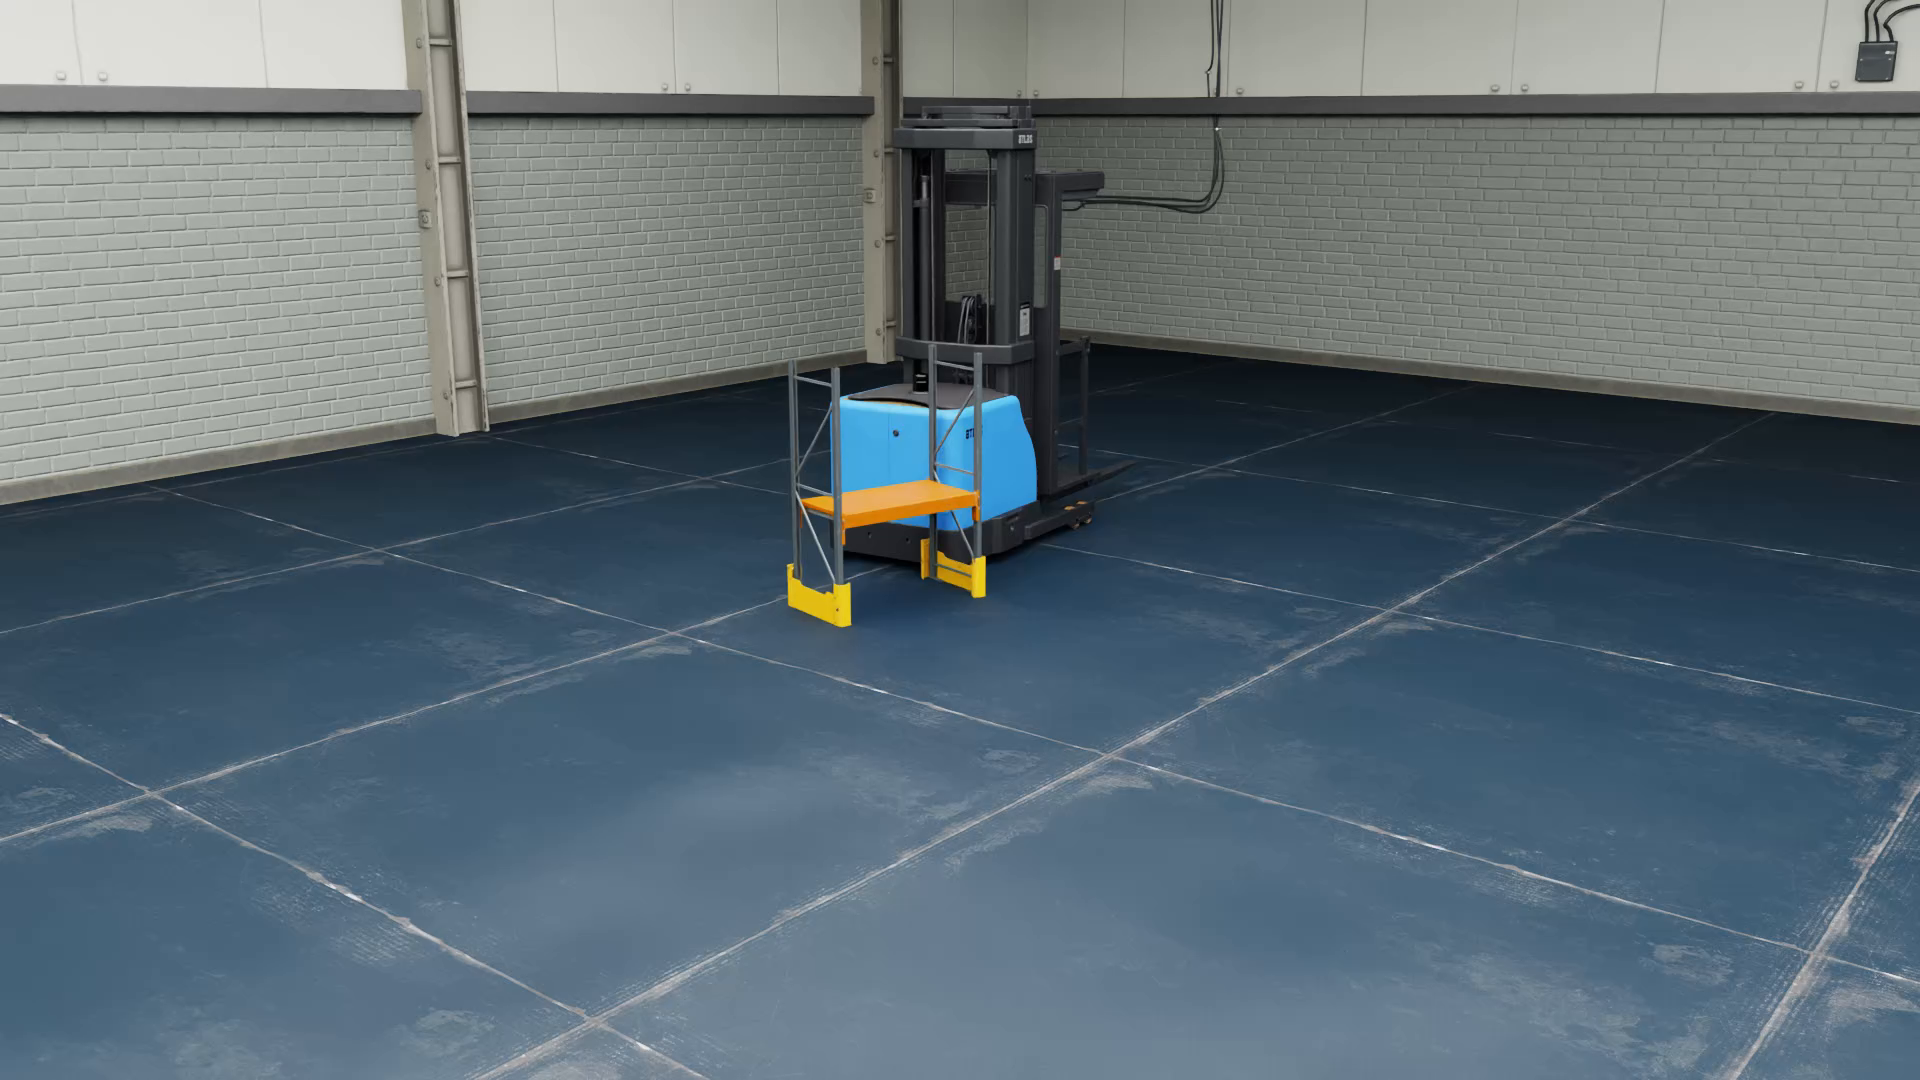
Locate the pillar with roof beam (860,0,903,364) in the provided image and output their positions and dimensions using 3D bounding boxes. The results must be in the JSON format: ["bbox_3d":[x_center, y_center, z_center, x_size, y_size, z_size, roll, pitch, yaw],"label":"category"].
[{"bbox_3d":[2.443,-5.864,16.428,9.100,9.000,0.400,11,18,38],"label":"pillar with roof beam"}]

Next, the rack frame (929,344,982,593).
[{"bbox_3d":[-0.031,-0.435,10.288,0.032,1.500,0.500,-11,18,-36],"label":"rack frame"}]

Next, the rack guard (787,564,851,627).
[{"bbox_3d":[-0.837,0.323,9.843,0.087,0.250,0.587,-11,18,-36],"label":"rack guard"}]

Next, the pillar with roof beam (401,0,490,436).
[{"bbox_3d":[-1.328,-4.715,11.905,9.100,9.000,0.400,11,18,38],"label":"pillar with roof beam"}]

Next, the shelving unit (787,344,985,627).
[{"bbox_3d":[-0.442,-0.357,9.983,1.083,1.500,0.587,-11,18,-36],"label":"shelving unit"}]

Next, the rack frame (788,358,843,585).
[{"bbox_3d":[-0.838,-0.282,9.689,0.032,1.500,0.500,-11,18,-36],"label":"rack frame"}]

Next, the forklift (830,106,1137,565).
[{"bbox_3d":[0.326,-1.552,11.779,1.130,2.935,3.031,9,17,30],"label":"forklift"}]

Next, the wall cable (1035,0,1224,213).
[{"bbox_3d":[1.974,-5.384,20.849,3.097,2.526,0.112,11,18,38],"label":"wall cable"}]

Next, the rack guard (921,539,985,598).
[{"bbox_3d":[-0.047,0.174,10.431,0.087,0.250,0.587,-11,18,-36],"label":"rack guard"}]

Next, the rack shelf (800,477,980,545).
[{"bbox_3d":[-0.435,-0.184,10.033,1.000,0.185,0.538,-11,18,-36],"label":"rack shelf"}]

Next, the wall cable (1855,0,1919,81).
[{"bbox_3d":[9.348,-7.066,14.253,2.305,6.003,0.169,11,18,38],"label":"wall cable"}]
